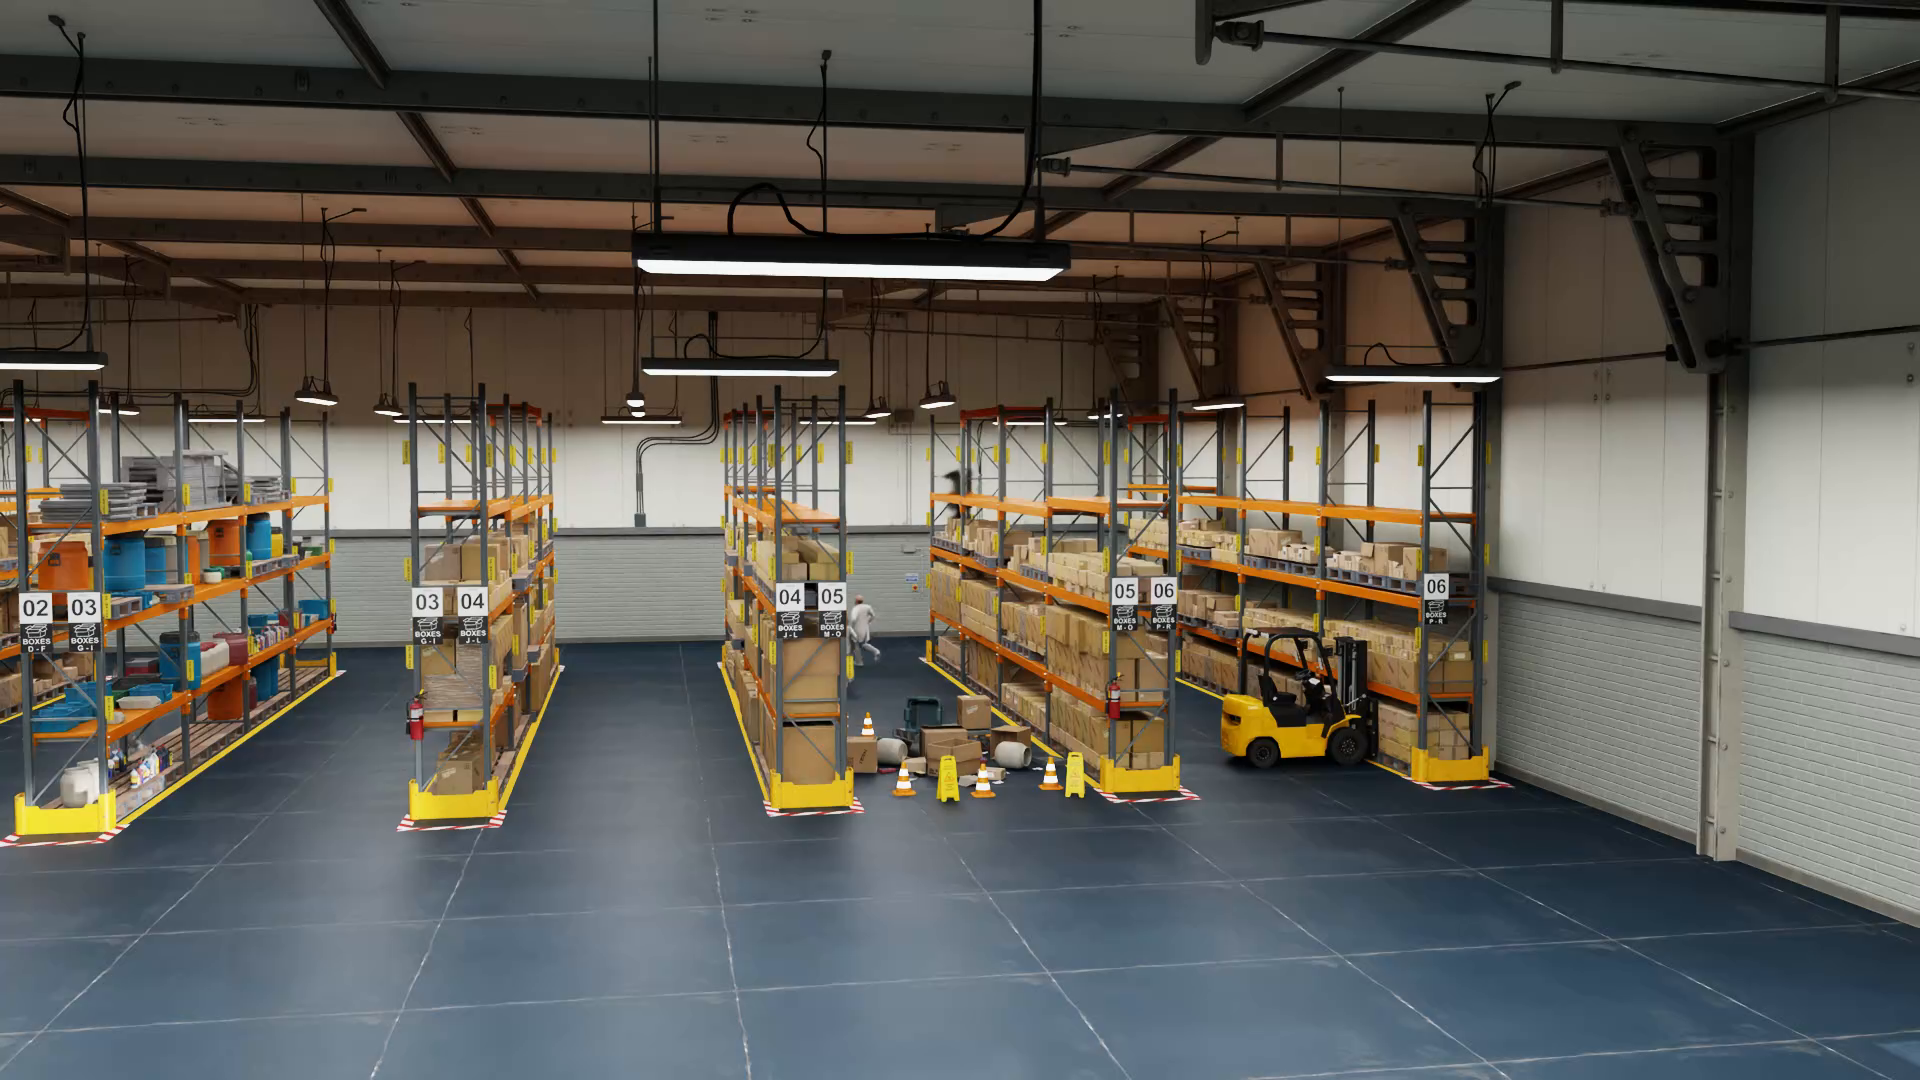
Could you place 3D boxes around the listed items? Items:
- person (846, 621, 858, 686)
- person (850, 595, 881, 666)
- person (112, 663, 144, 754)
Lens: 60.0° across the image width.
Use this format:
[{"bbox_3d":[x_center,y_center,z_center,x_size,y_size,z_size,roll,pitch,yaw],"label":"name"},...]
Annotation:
[{"bbox_3d":[-2.524,2.404,36.011,0.529,1.565,0.535,-1,3,-21],"label":"person"},{"bbox_3d":[-2.368,2.147,39.290,0.911,1.719,0.774,3,4,42],"label":"person"},{"bbox_3d":[-13.618,2.800,27.079,0.584,1.662,0.633,-2,3,-28],"label":"person"}]
